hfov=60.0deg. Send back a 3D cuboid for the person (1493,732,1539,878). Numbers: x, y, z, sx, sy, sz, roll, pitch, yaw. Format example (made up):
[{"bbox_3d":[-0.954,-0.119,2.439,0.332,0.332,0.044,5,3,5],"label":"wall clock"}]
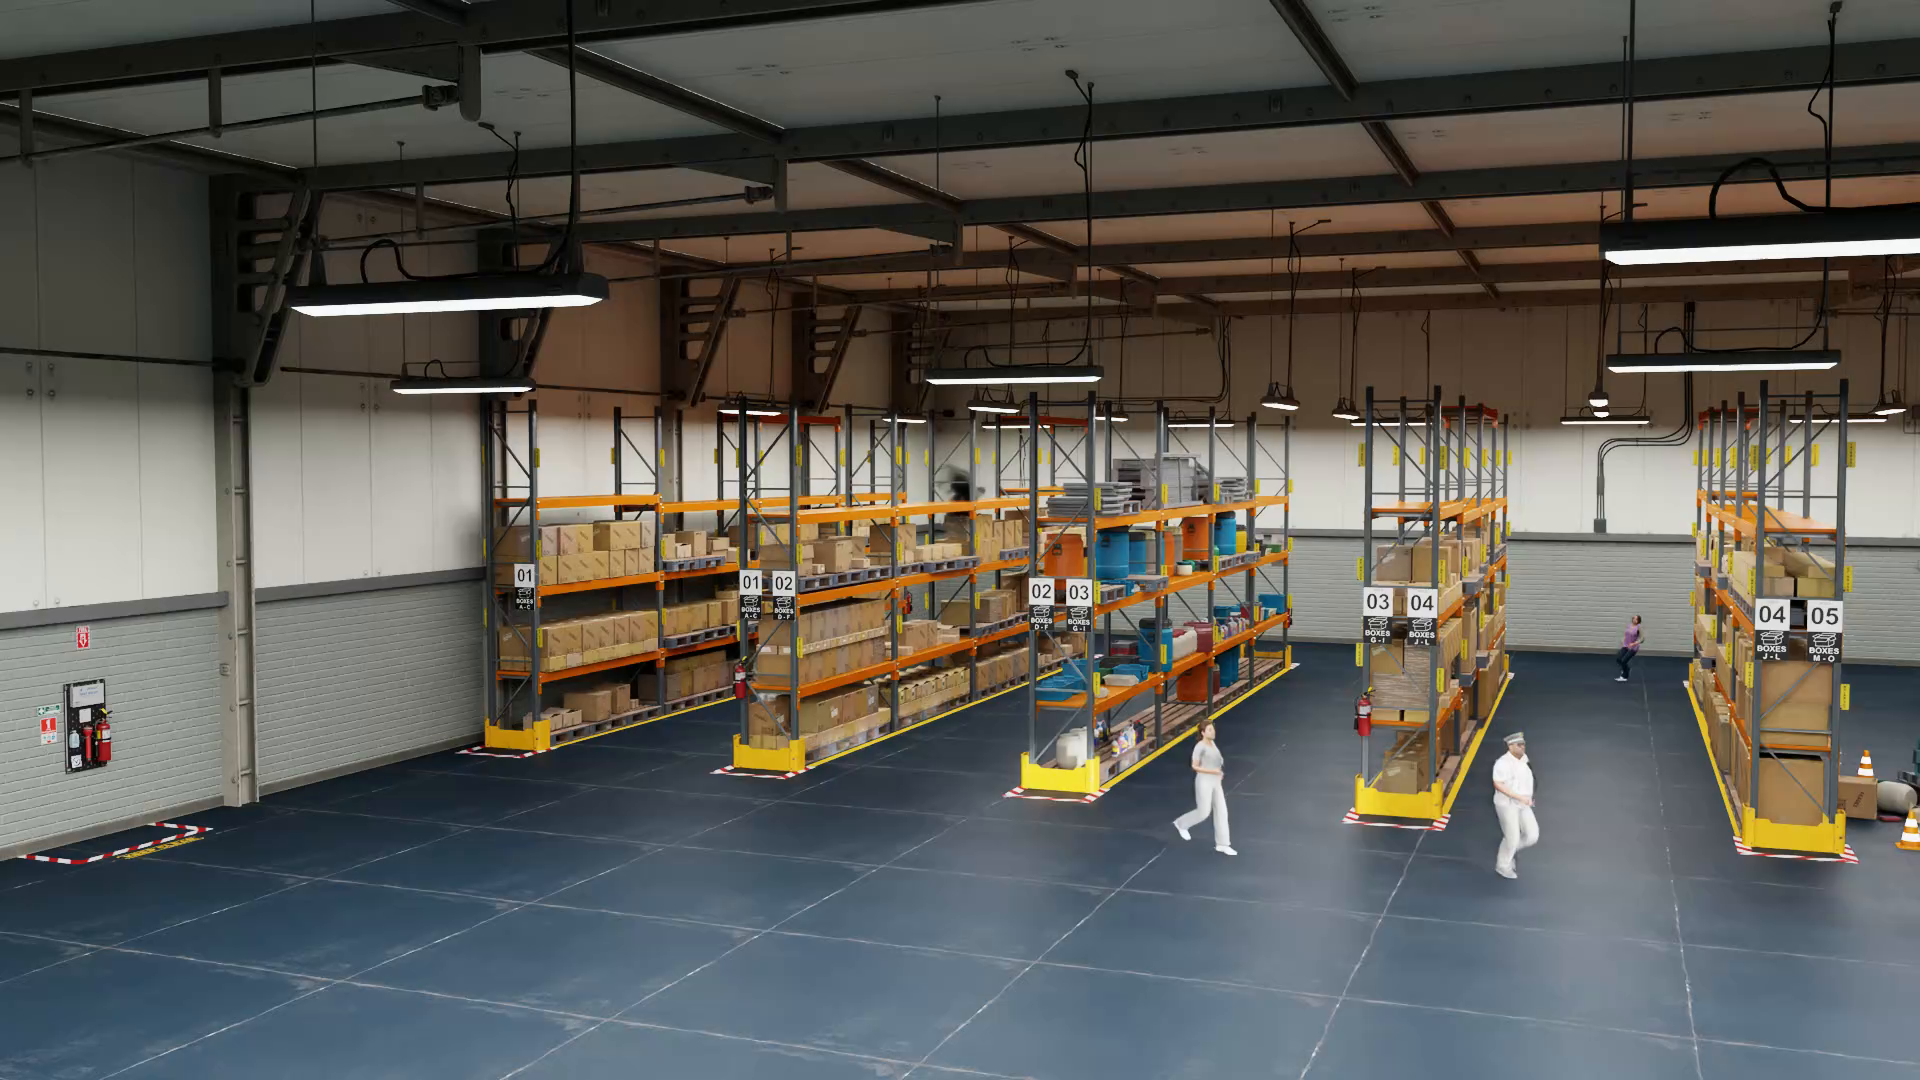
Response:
[{"bbox_3d":[6.672,3.157,19.848,0.696,1.752,0.568,-2,3,-33],"label":"person"}]

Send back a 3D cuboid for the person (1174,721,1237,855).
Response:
[{"bbox_3d":[3.130,3.119,21.118,0.568,1.663,0.935,-3,4,-45],"label":"person"}]

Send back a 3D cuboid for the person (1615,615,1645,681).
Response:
[{"bbox_3d":[14.914,2.416,37.096,0.457,1.512,0.610,-1,3,-22],"label":"person"}]

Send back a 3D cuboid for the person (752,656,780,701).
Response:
[{"bbox_3d":[-3.432,2.700,29.734,0.687,1.666,0.690,1,3,16],"label":"person"}]
